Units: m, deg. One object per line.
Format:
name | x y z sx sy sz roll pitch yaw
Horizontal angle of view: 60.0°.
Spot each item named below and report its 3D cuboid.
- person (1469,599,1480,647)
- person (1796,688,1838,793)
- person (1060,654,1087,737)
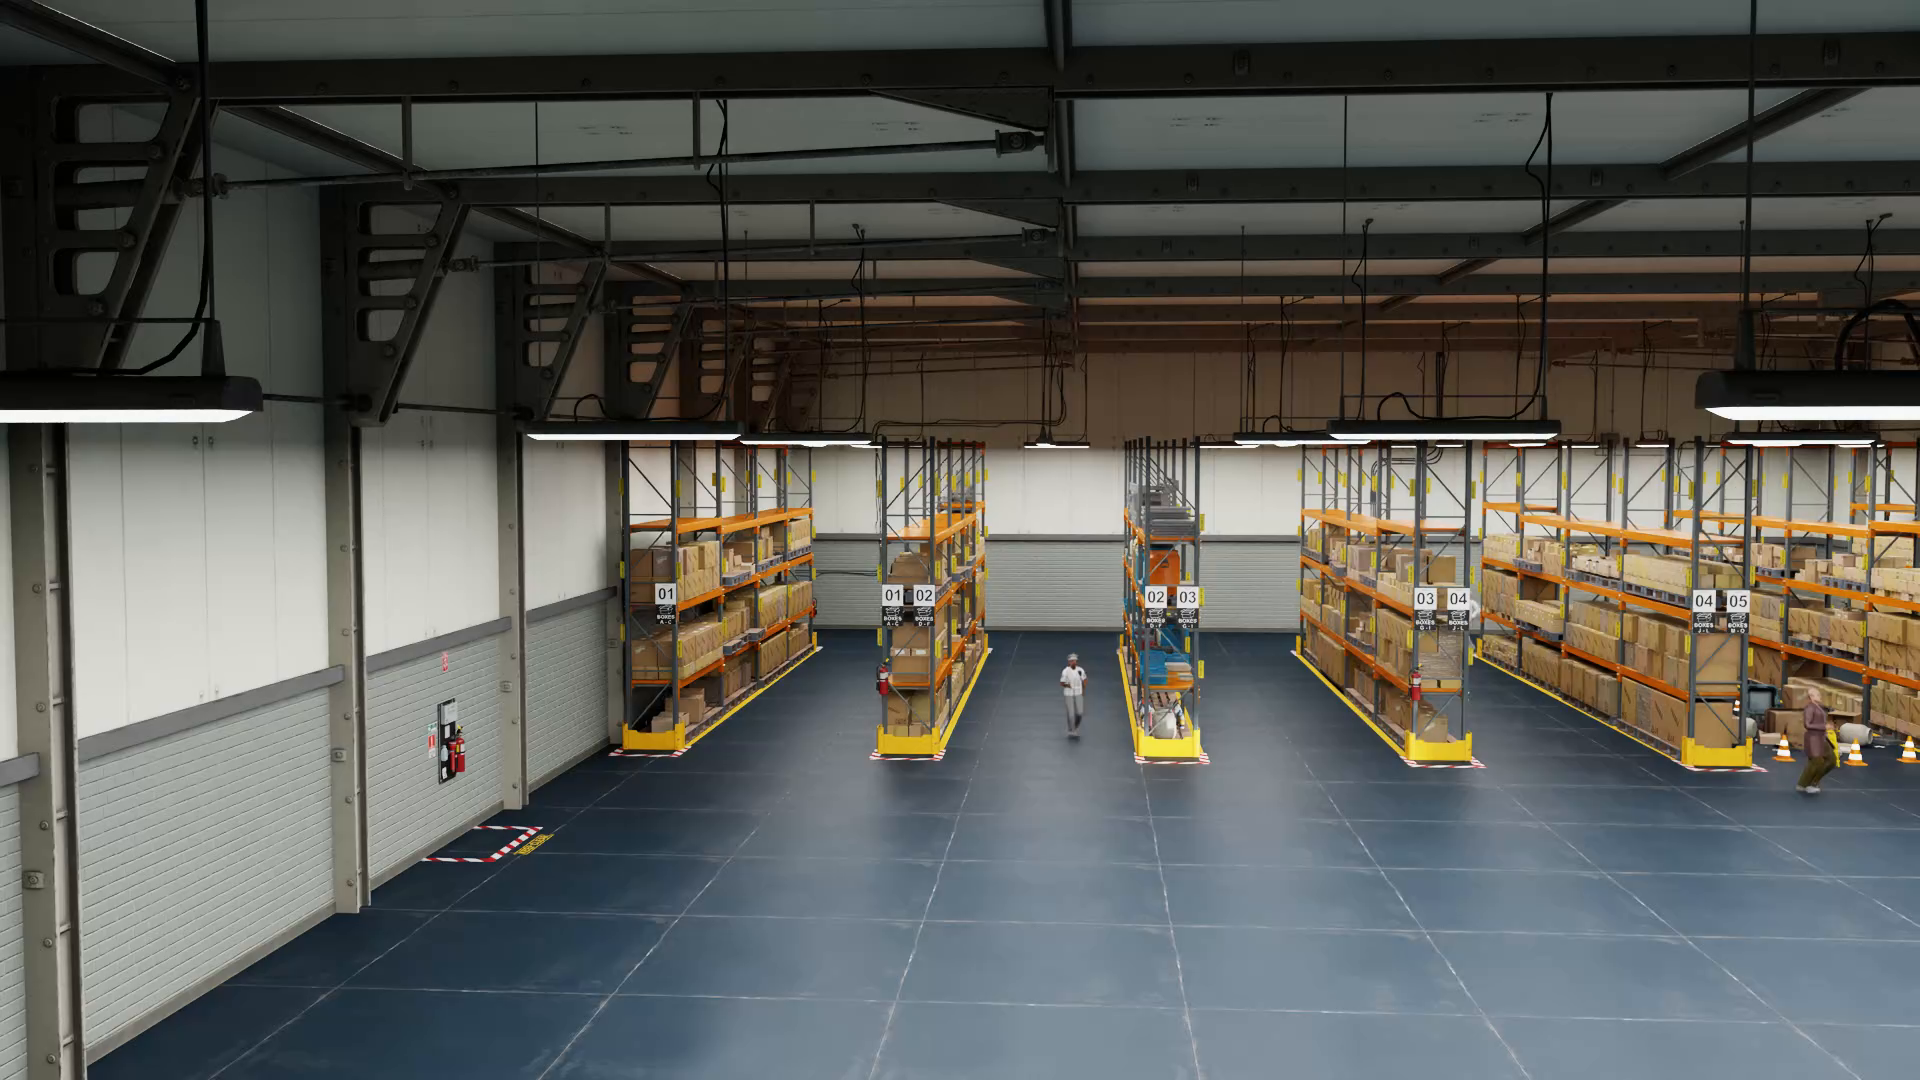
person | 14.402 2.329 47.376 0.725 1.804 0.770 -1 3 -11
person | 14.324 3.362 27.705 0.693 1.769 0.681 -3 4 -40
person | 2.290 3.109 33.157 0.553 1.681 0.592 0 3 -2
